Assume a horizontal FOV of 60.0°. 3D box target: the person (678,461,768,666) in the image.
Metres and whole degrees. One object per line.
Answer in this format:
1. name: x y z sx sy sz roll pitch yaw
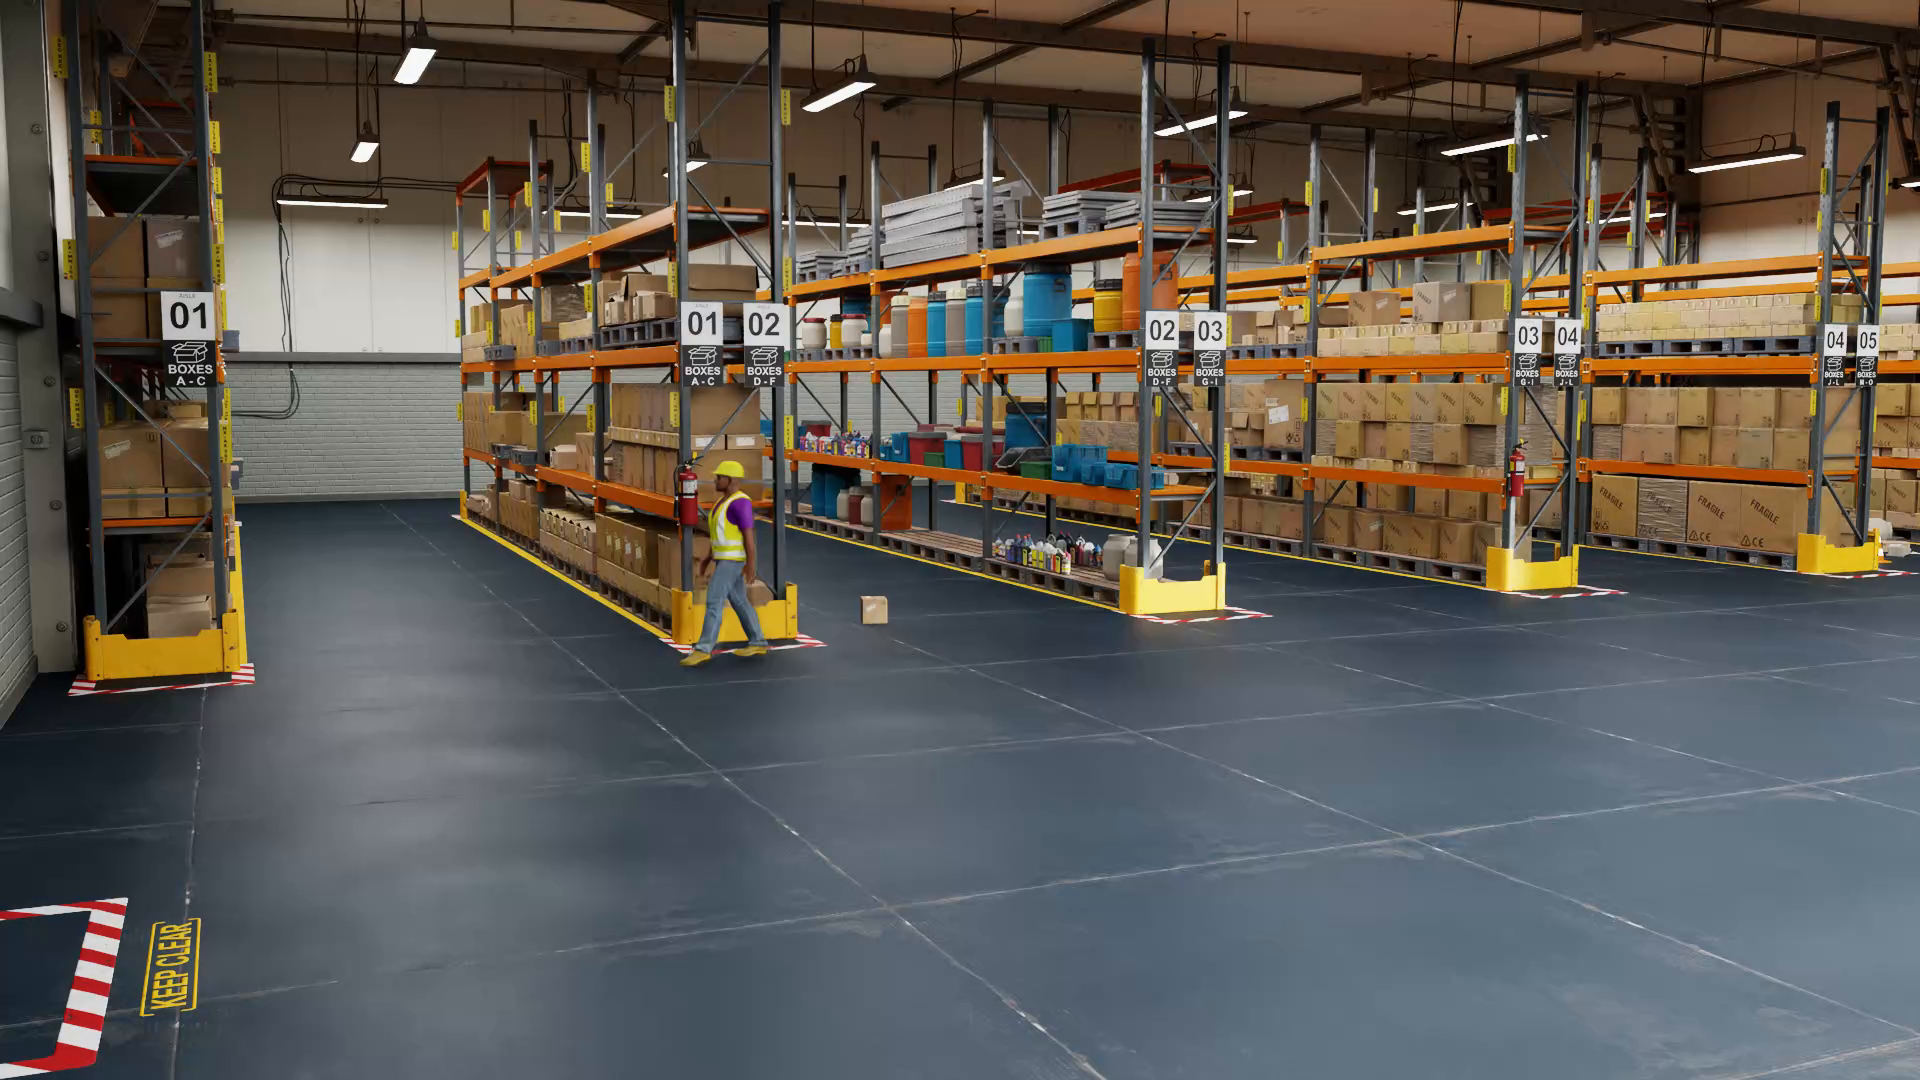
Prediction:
1. person: -2.102 0.182 14.564 0.851 1.747 0.612 -2 6 -22
